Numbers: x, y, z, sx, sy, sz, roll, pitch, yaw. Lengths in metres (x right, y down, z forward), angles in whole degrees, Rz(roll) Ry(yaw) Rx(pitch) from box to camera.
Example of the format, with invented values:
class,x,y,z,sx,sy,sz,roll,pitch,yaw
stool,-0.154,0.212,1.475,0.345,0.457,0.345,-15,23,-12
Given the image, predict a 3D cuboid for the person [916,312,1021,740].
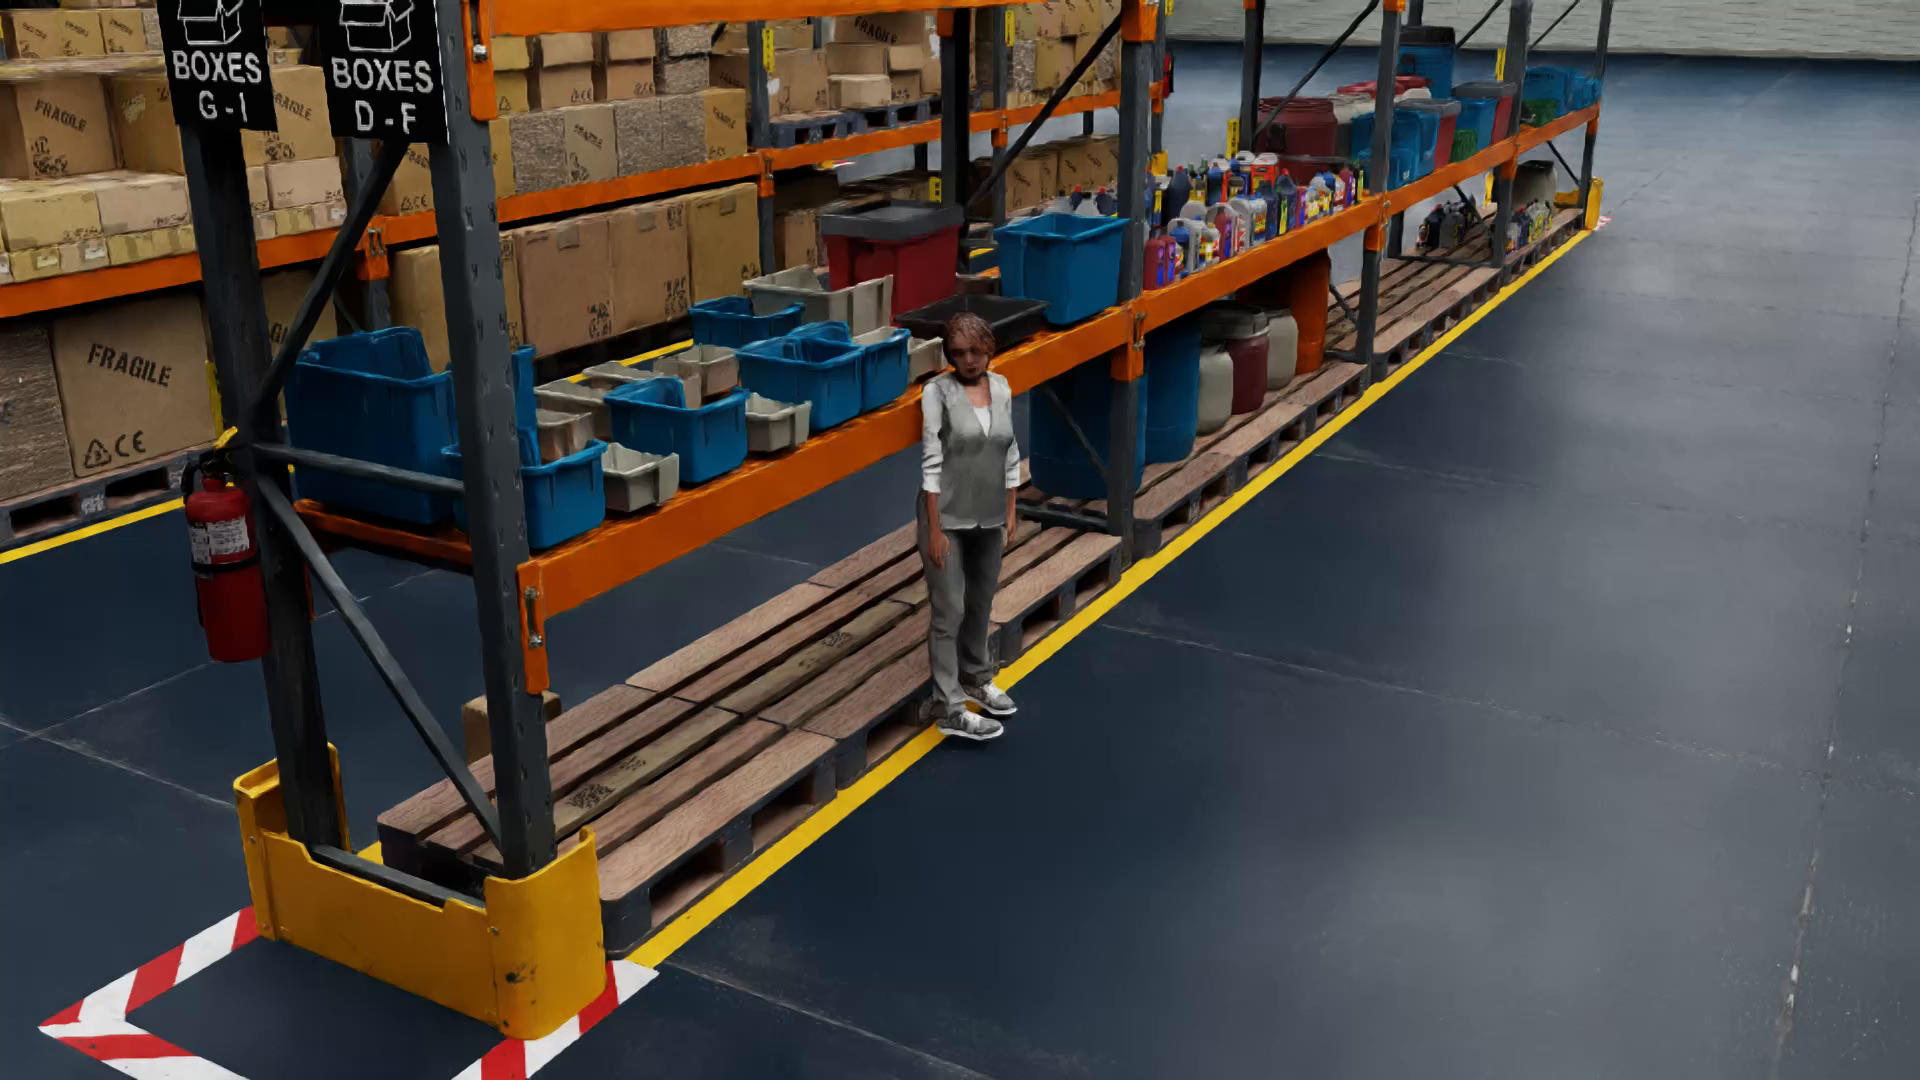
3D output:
class,x,y,z,sx,sy,sz,roll,pitch,yaw
person,0.062,-0.050,6.161,0.450,1.600,0.437,-12,23,-31
